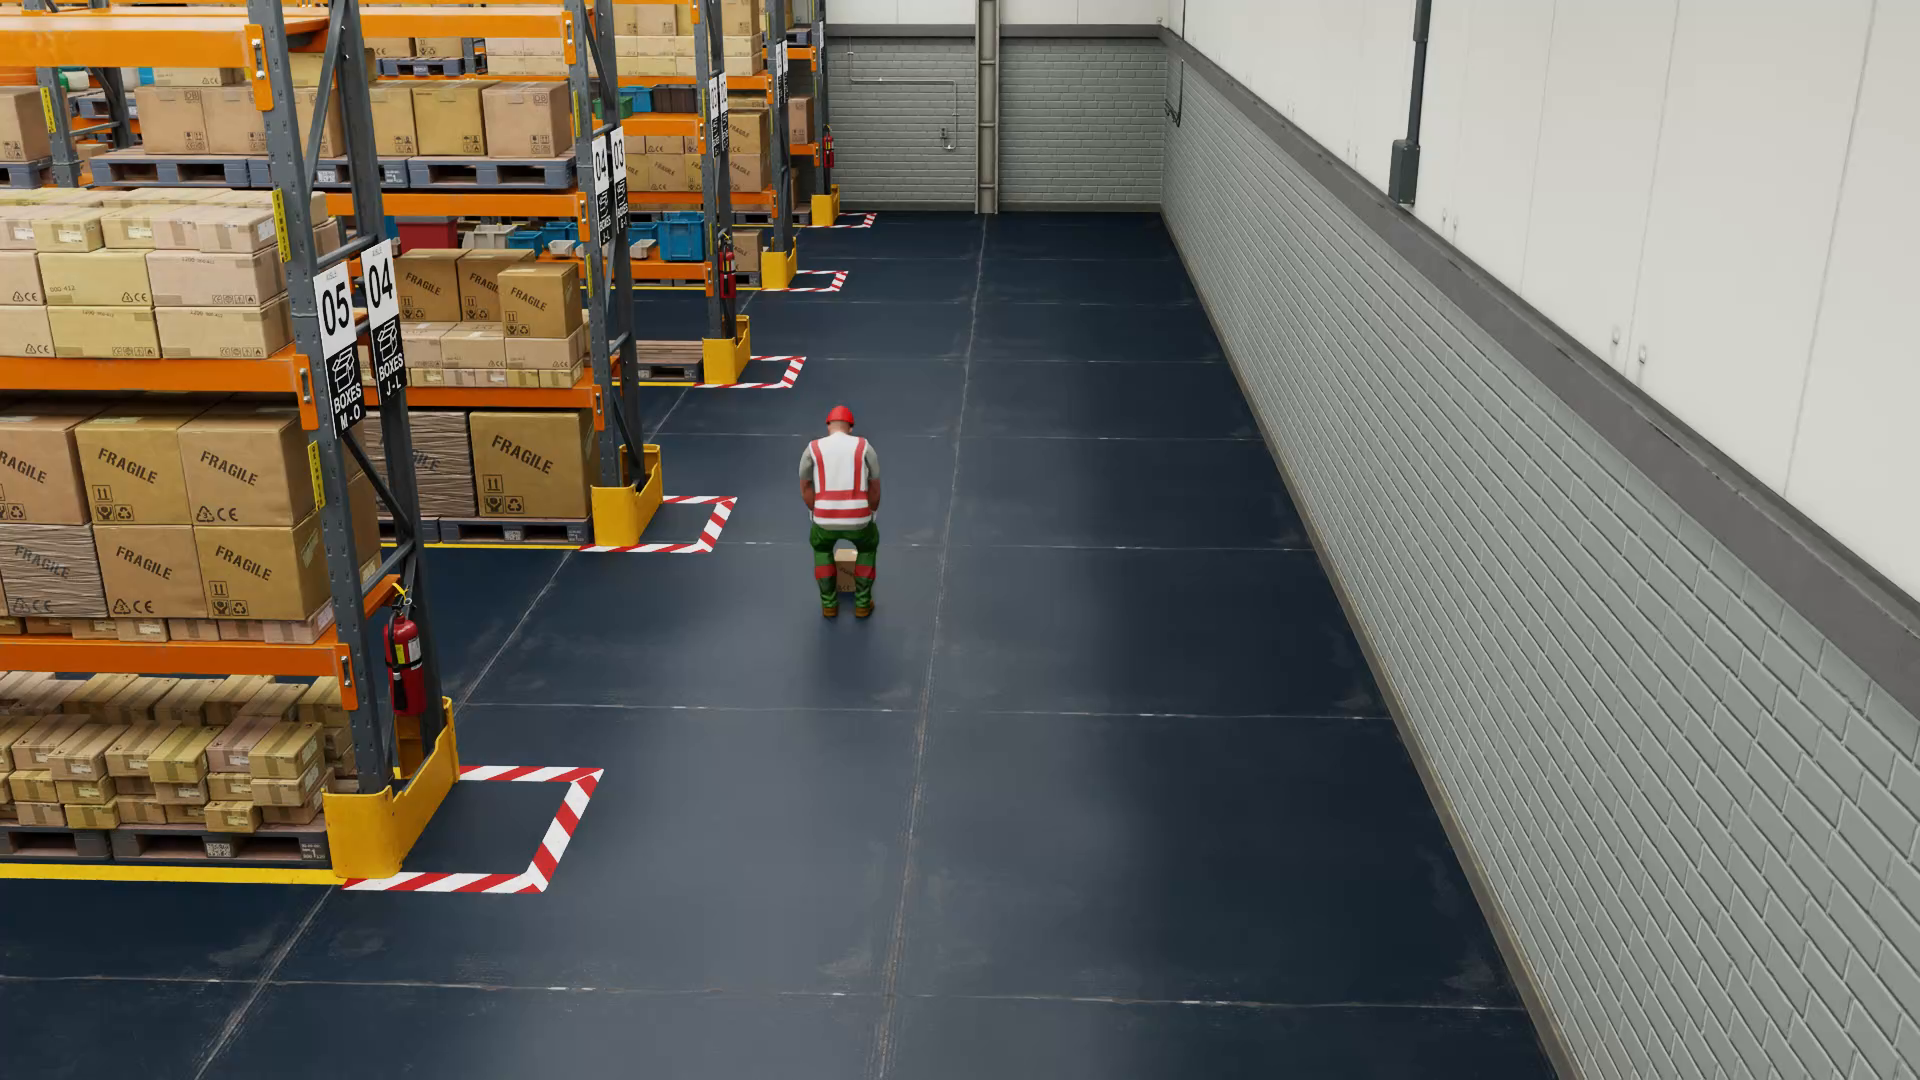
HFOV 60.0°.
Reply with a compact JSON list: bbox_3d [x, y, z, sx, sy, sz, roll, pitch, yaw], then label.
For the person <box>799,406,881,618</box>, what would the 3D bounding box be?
[{"bbox_3d":[-0.868,-0.192,12.009,0.582,1.471,0.731,1,21,2],"label":"person"}]
